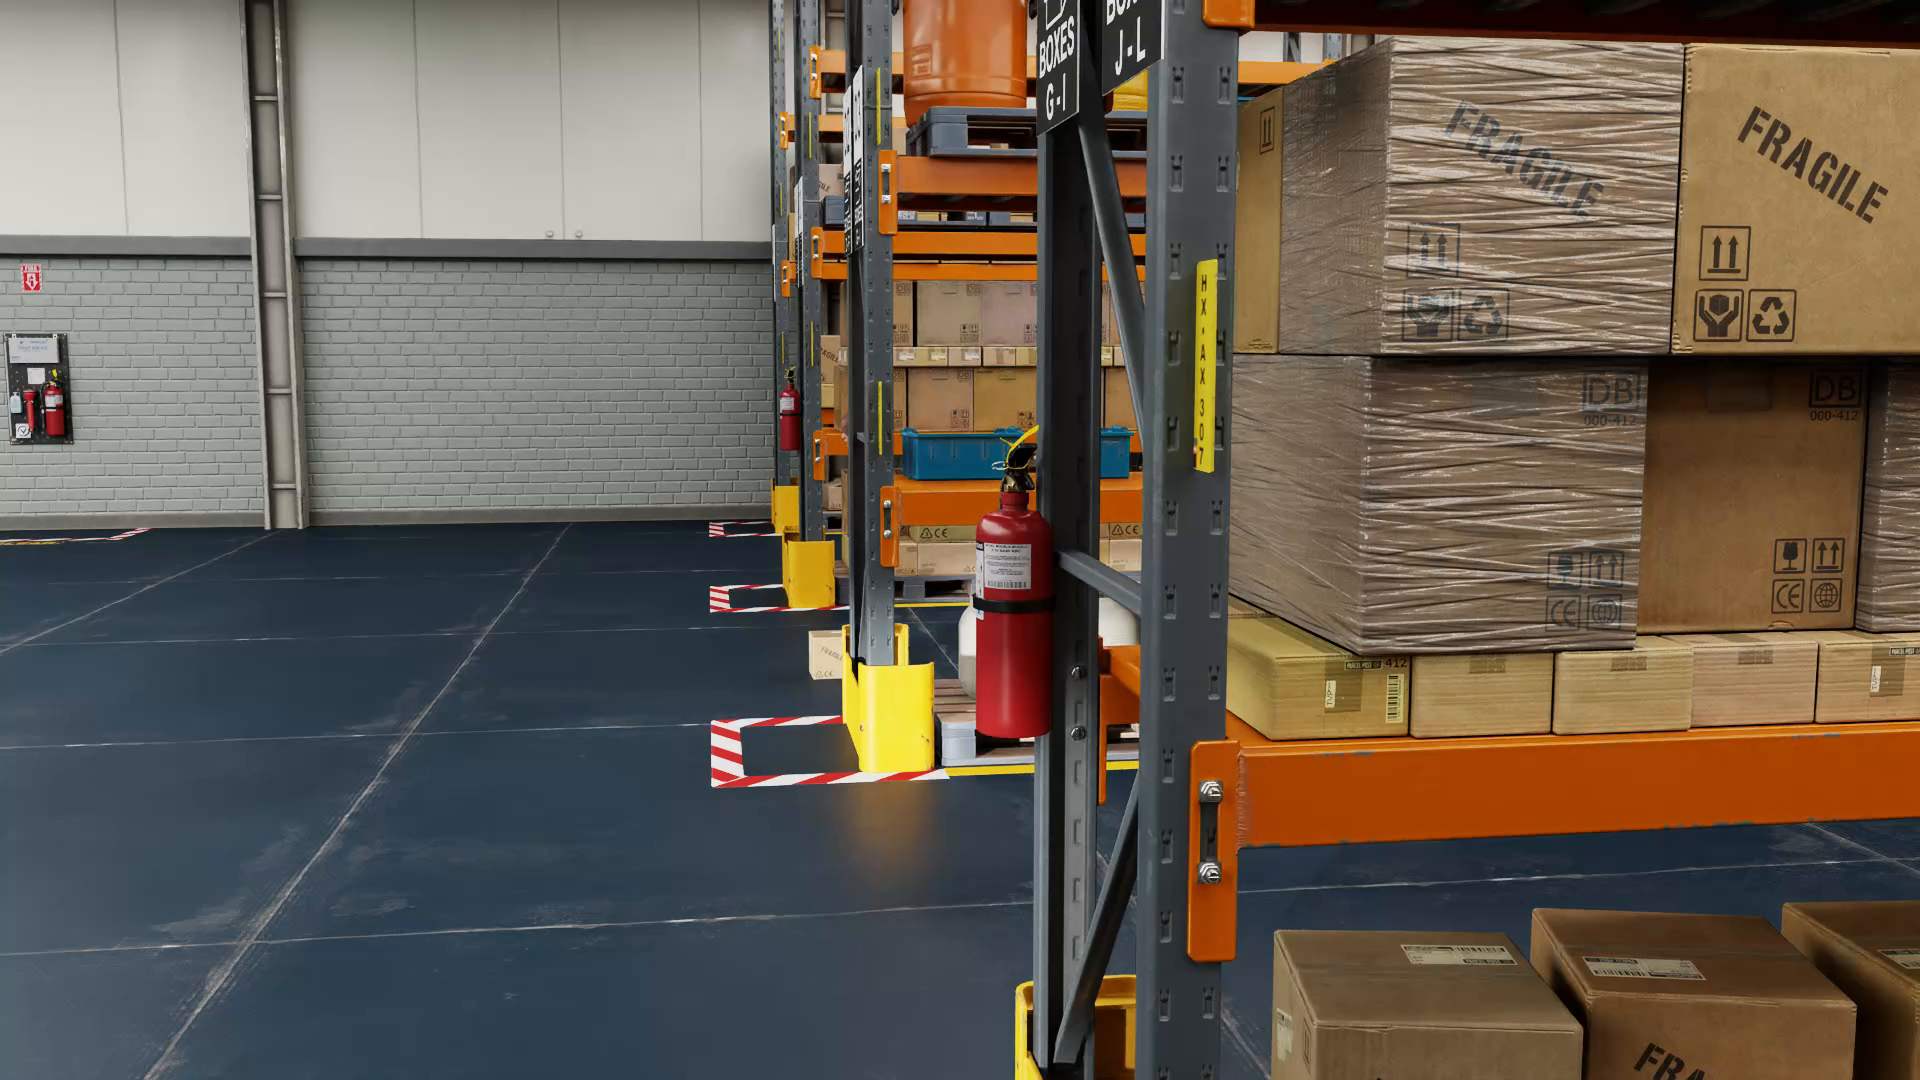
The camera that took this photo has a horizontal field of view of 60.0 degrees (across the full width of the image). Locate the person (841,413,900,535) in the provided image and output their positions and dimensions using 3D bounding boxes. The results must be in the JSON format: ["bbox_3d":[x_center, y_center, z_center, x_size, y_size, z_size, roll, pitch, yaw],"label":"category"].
[{"bbox_3d":[-0.534,0.012,9.922,0.343,1.593,0.461,-1,7,-8],"label":"person"}]
